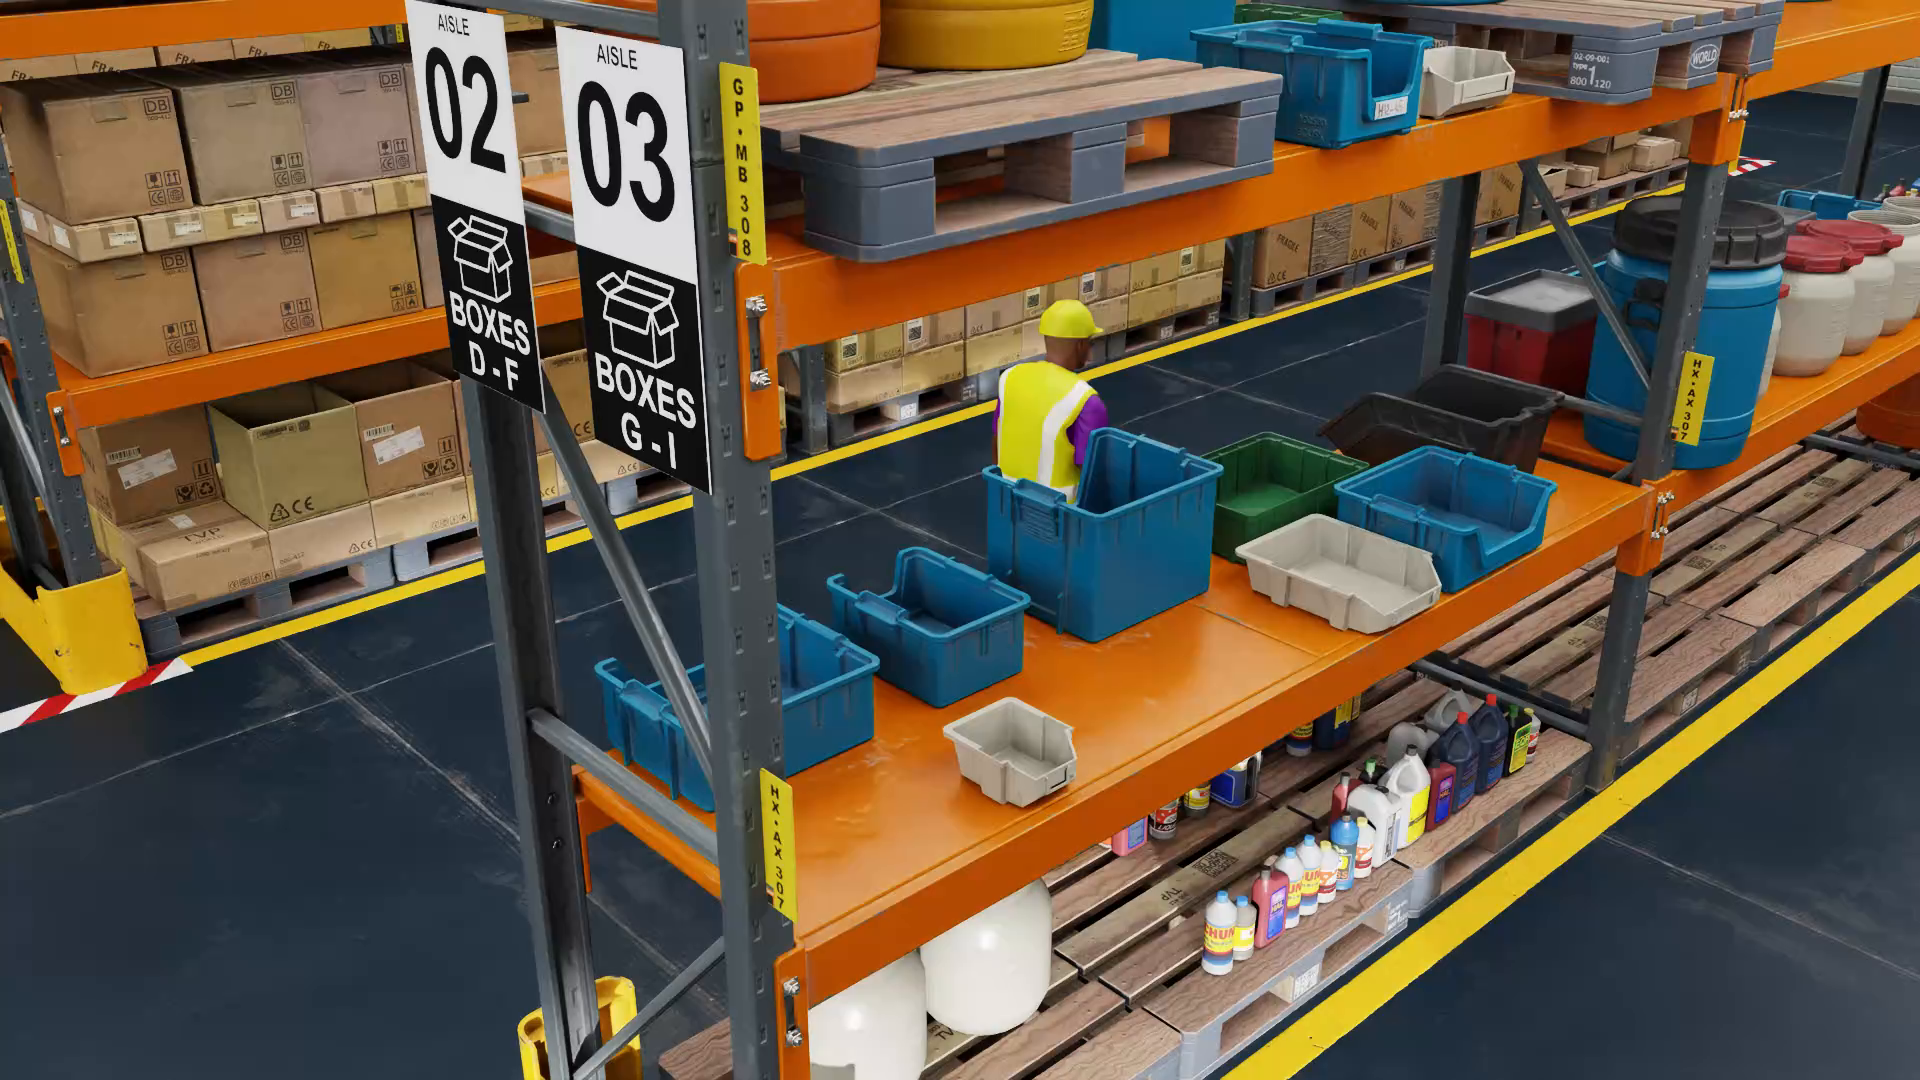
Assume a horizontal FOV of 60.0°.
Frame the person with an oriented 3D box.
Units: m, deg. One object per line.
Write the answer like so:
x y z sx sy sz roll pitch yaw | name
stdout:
0.392 -0.117 6.841 0.456 1.761 0.628 -20 31 -38 | person
